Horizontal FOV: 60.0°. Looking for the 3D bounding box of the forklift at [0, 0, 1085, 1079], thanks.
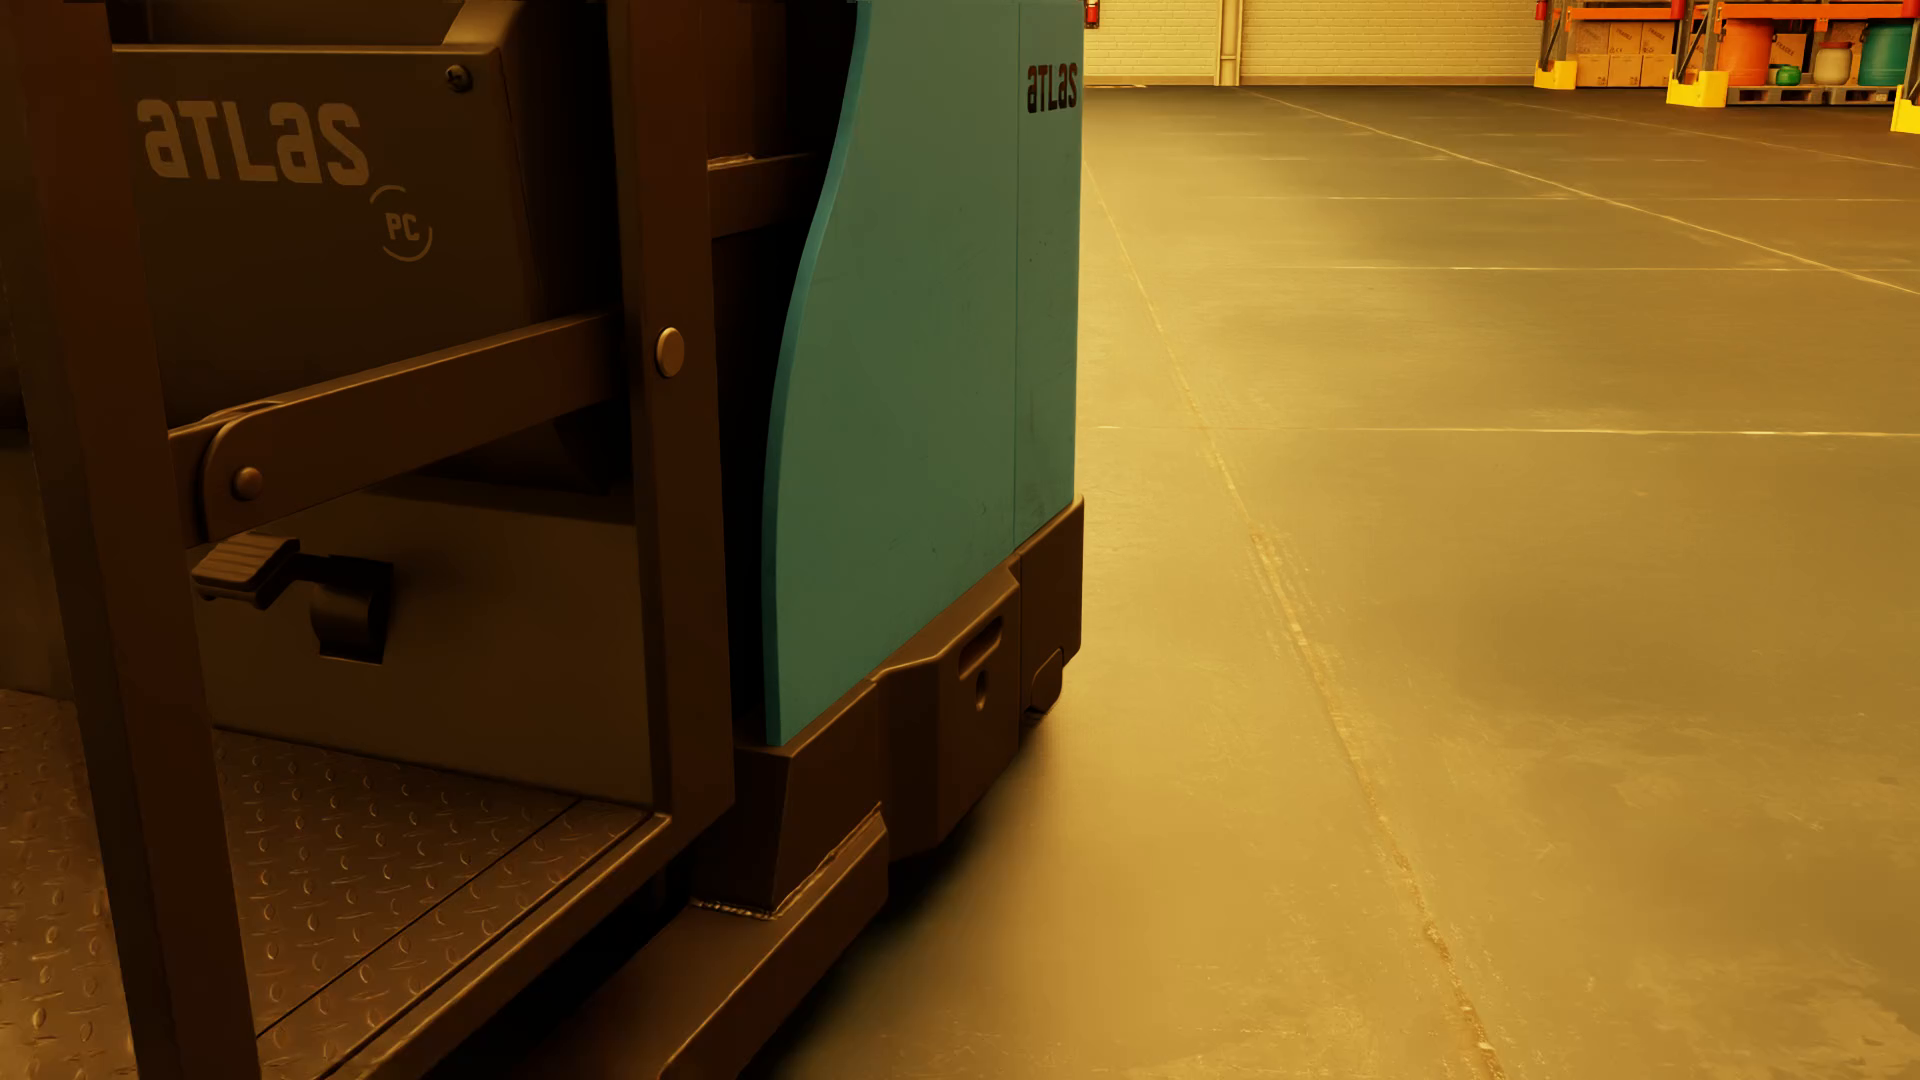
[{"bbox_3d":[-0.819,-0.825,1.086,1.130,2.935,3.031,7,18,20],"label":"forklift"}]
